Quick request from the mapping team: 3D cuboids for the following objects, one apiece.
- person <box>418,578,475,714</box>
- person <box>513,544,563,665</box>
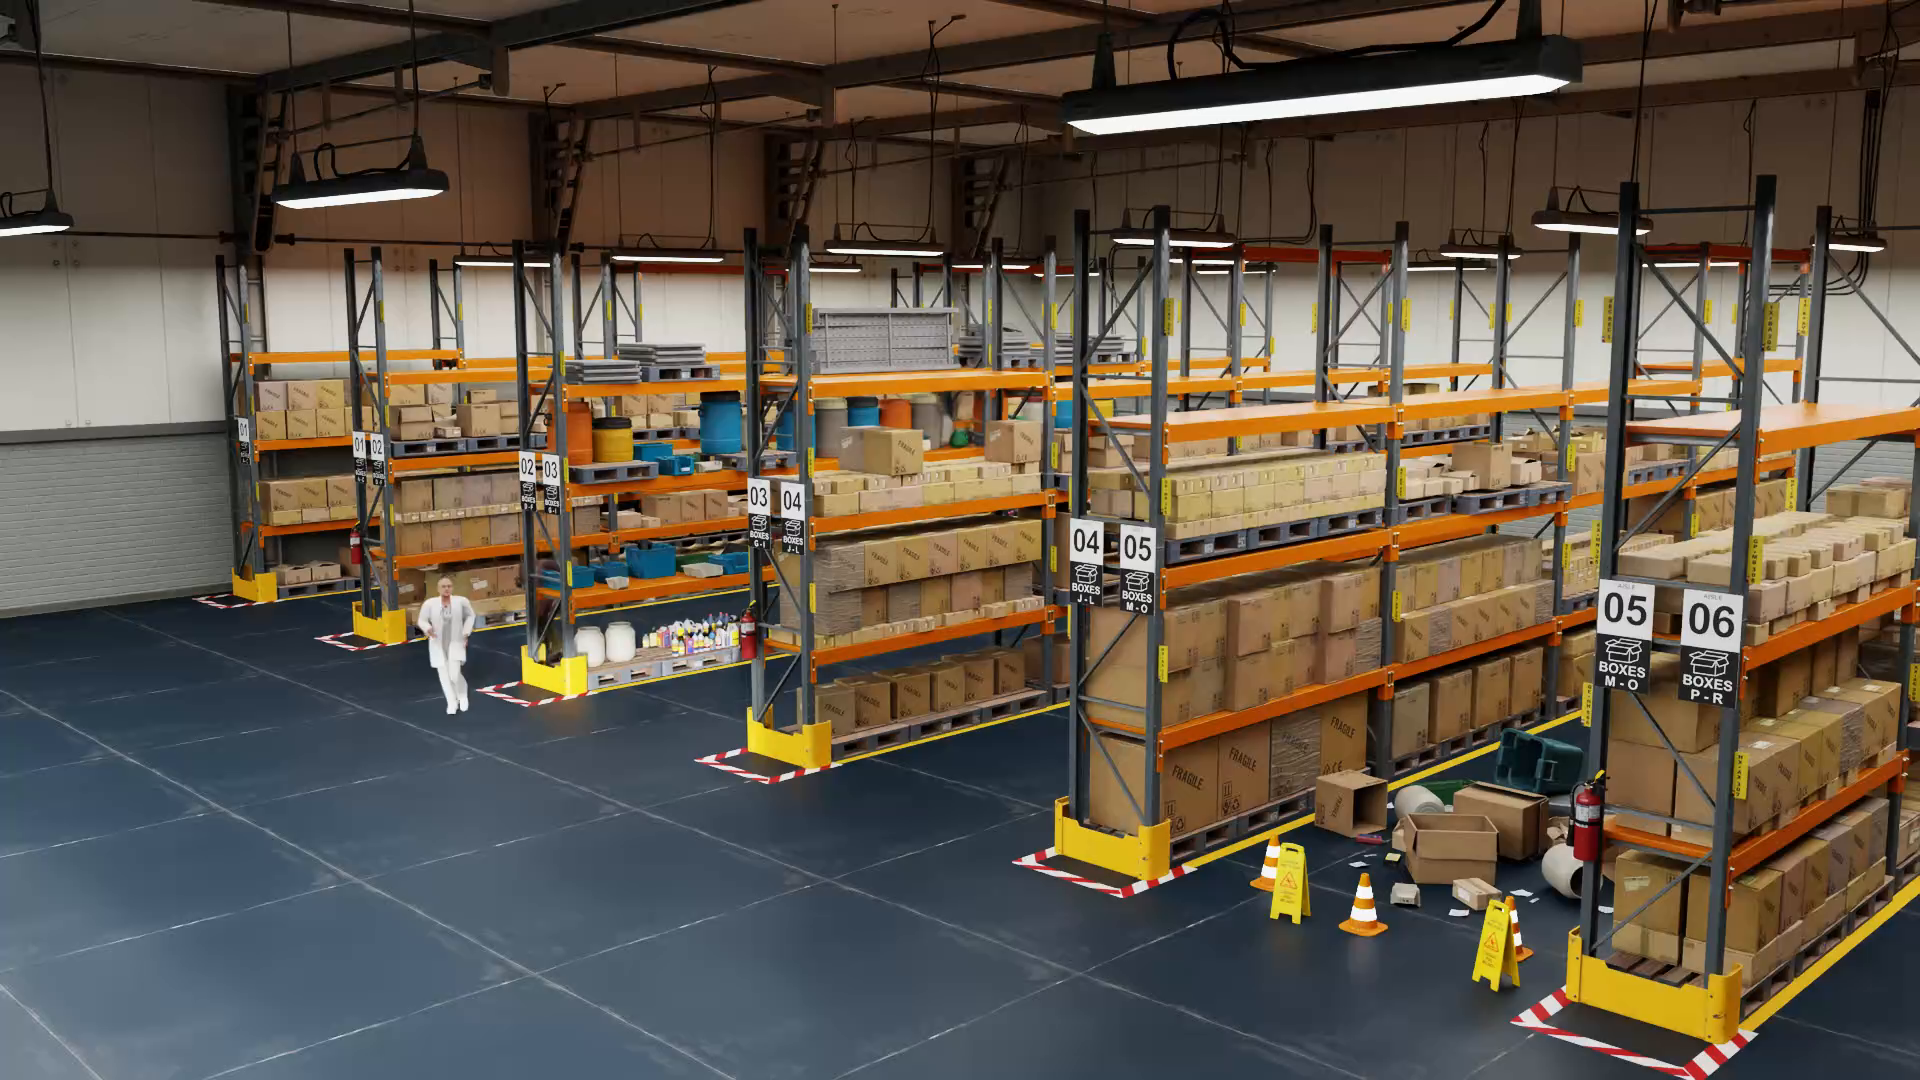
[{"bbox_3d":[-6.448,1.347,20.886,0.684,1.743,0.642,-2,8,-12],"label":"person"},{"bbox_3d":[-6.028,0.917,23.891,0.660,1.781,0.884,6,10,36],"label":"person"}]
